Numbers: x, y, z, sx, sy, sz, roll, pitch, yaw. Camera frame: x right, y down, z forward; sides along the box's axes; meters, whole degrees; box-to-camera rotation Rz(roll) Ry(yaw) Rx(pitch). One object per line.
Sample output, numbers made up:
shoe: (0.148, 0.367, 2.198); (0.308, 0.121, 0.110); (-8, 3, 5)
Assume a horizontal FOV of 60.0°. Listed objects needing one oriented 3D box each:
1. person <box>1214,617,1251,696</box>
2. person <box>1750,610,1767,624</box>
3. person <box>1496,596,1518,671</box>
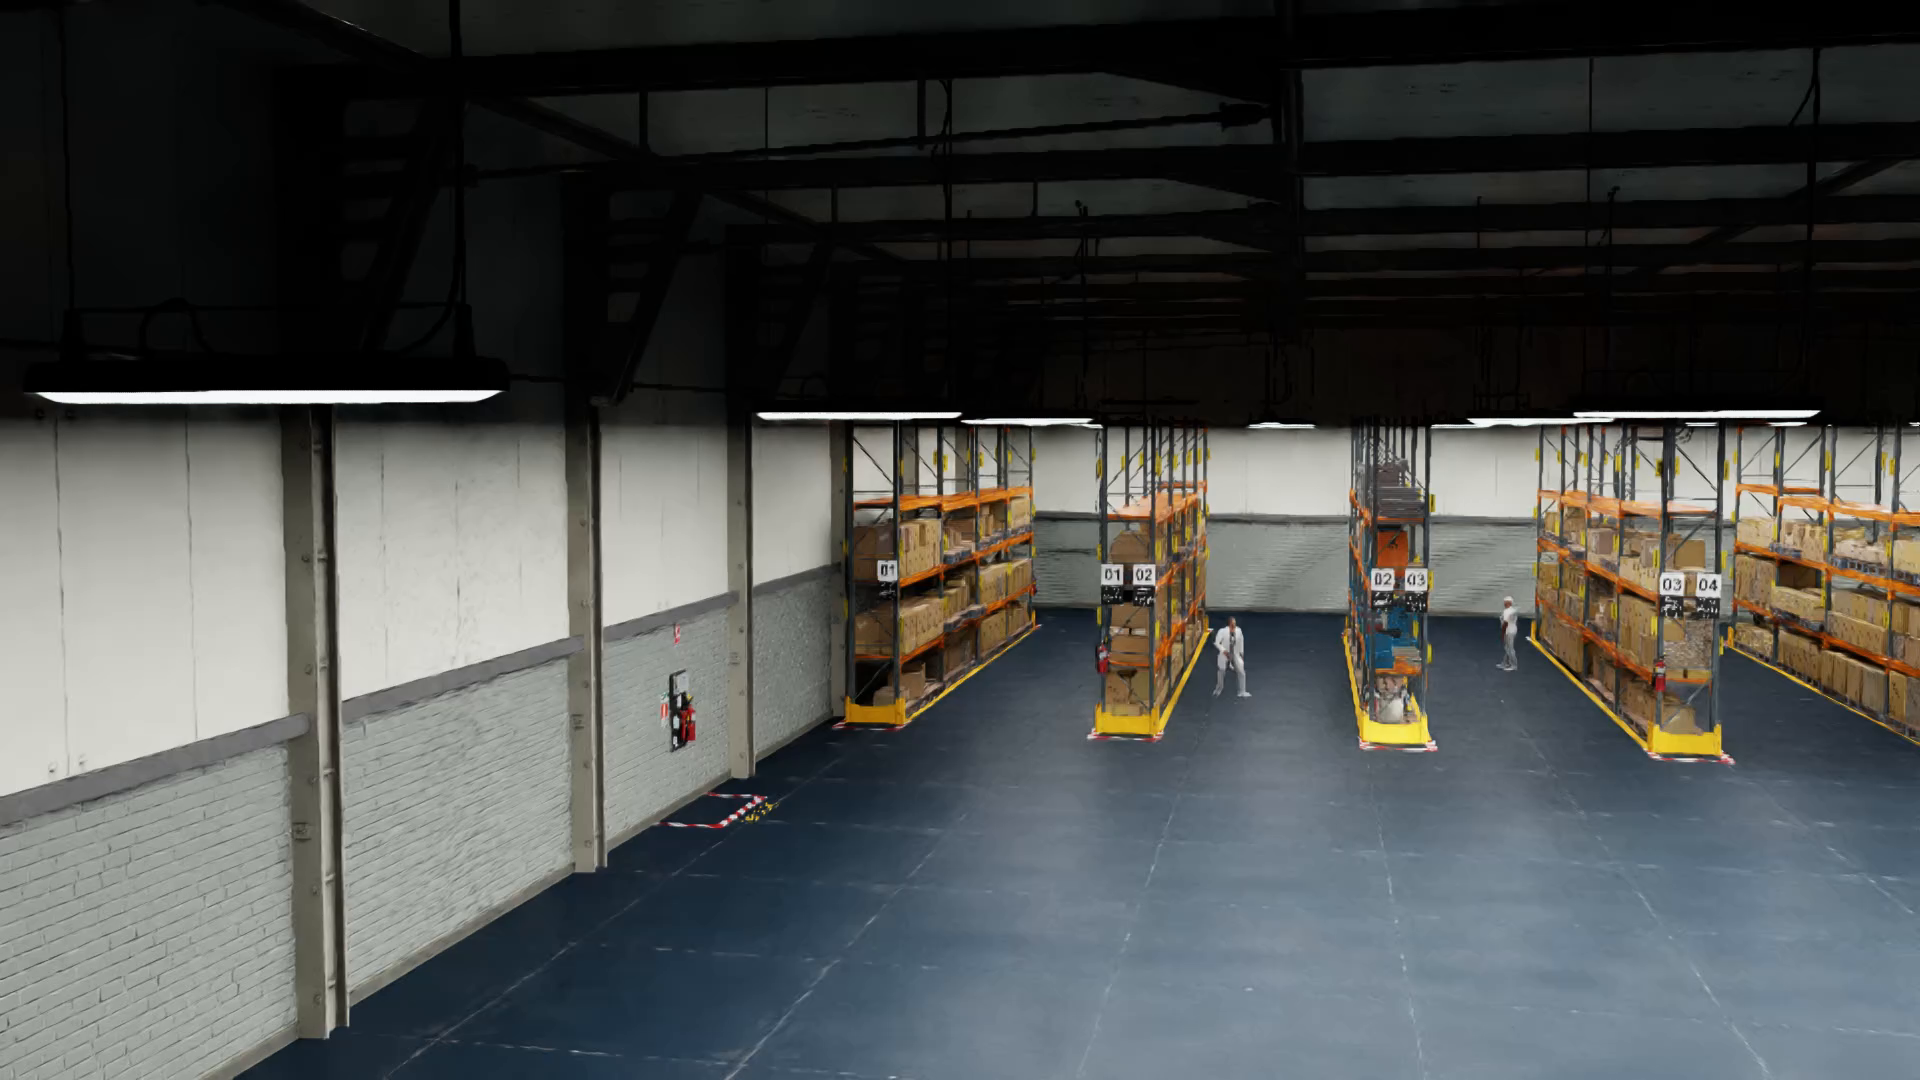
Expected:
person: (5.791, 2.483, 35.655); (0.735, 1.713, 0.896); (0, 4, -4)
person: (21.808, 1.809, 45.314); (0.528, 1.771, 0.747); (-2, 4, -25)
person: (12.980, 2.200, 39.449); (0.588, 1.763, 0.685); (3, 5, 34)
